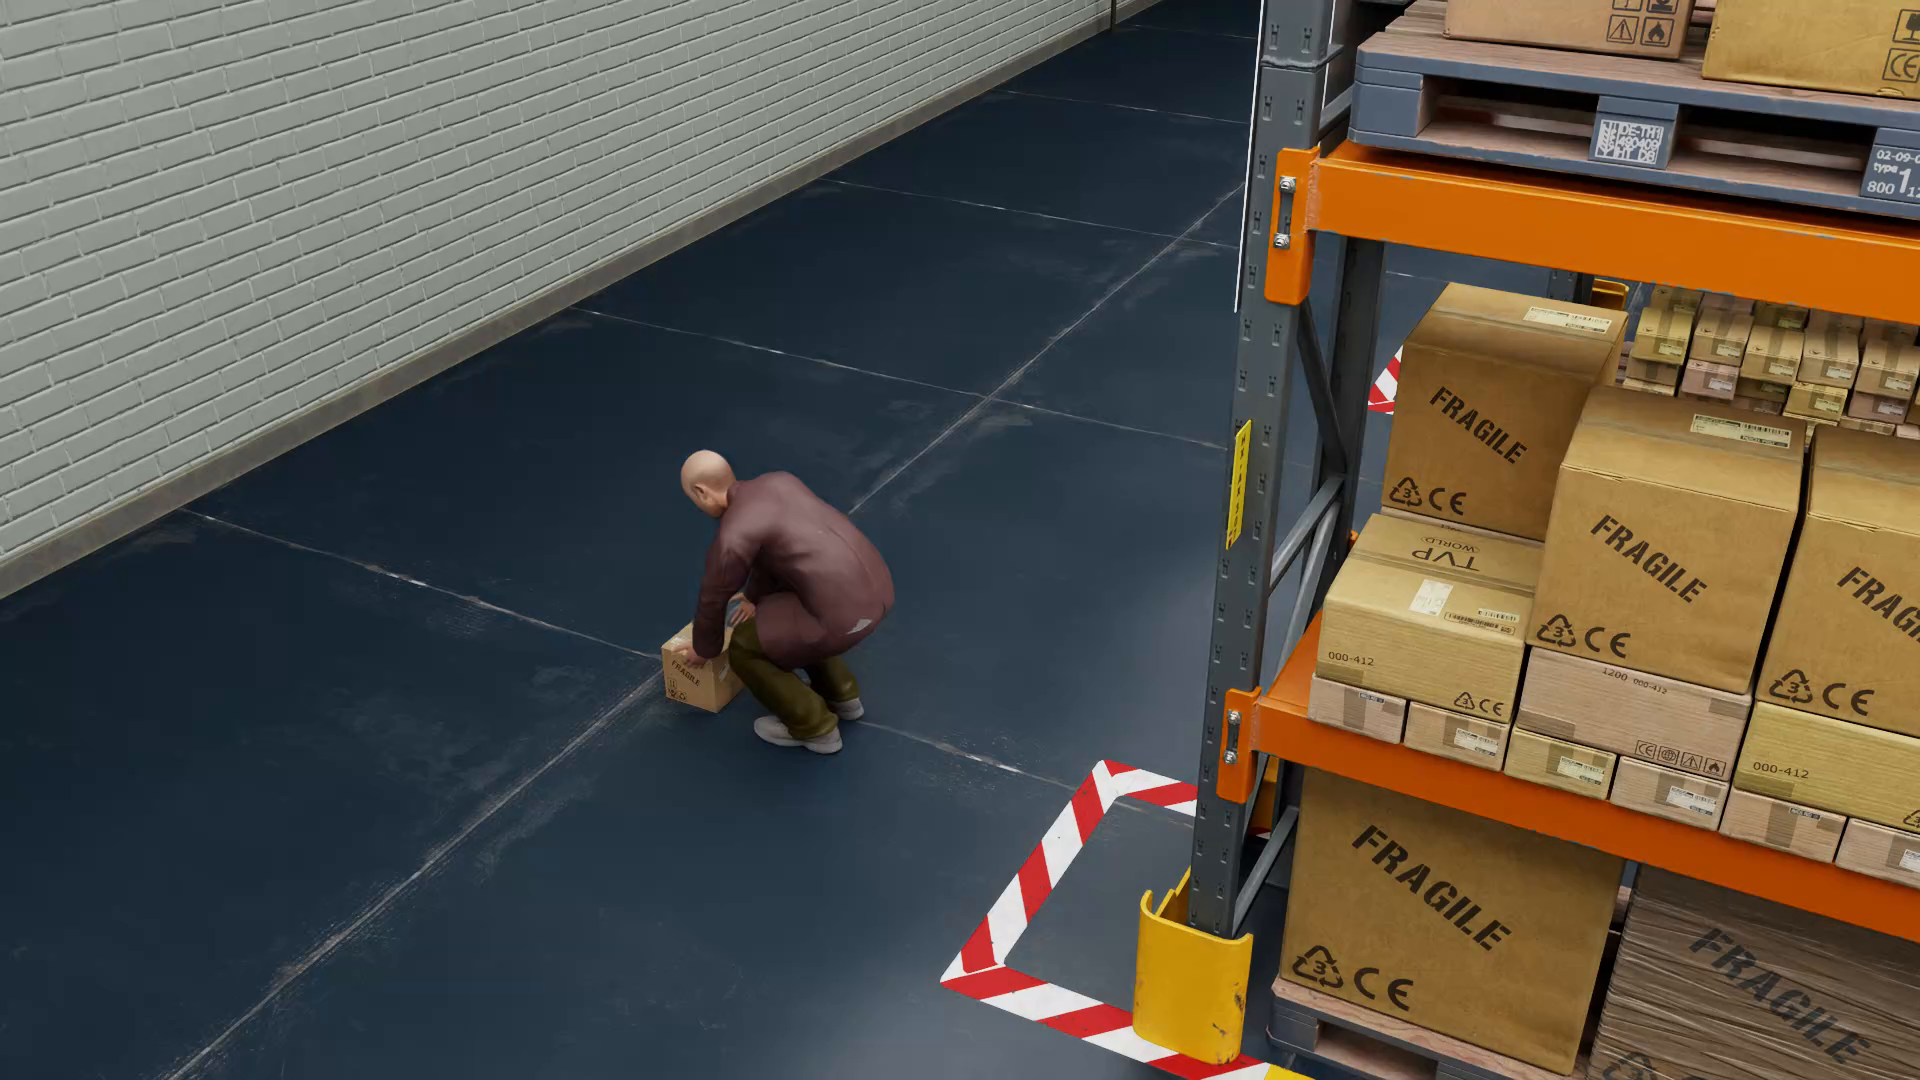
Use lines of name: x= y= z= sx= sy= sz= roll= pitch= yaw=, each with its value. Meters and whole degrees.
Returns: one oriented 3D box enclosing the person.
person: x=-0.664 y=0.233 z=6.375 sx=0.843 sy=1.146 sz=0.620 roll=14 pitch=33 yaw=23
